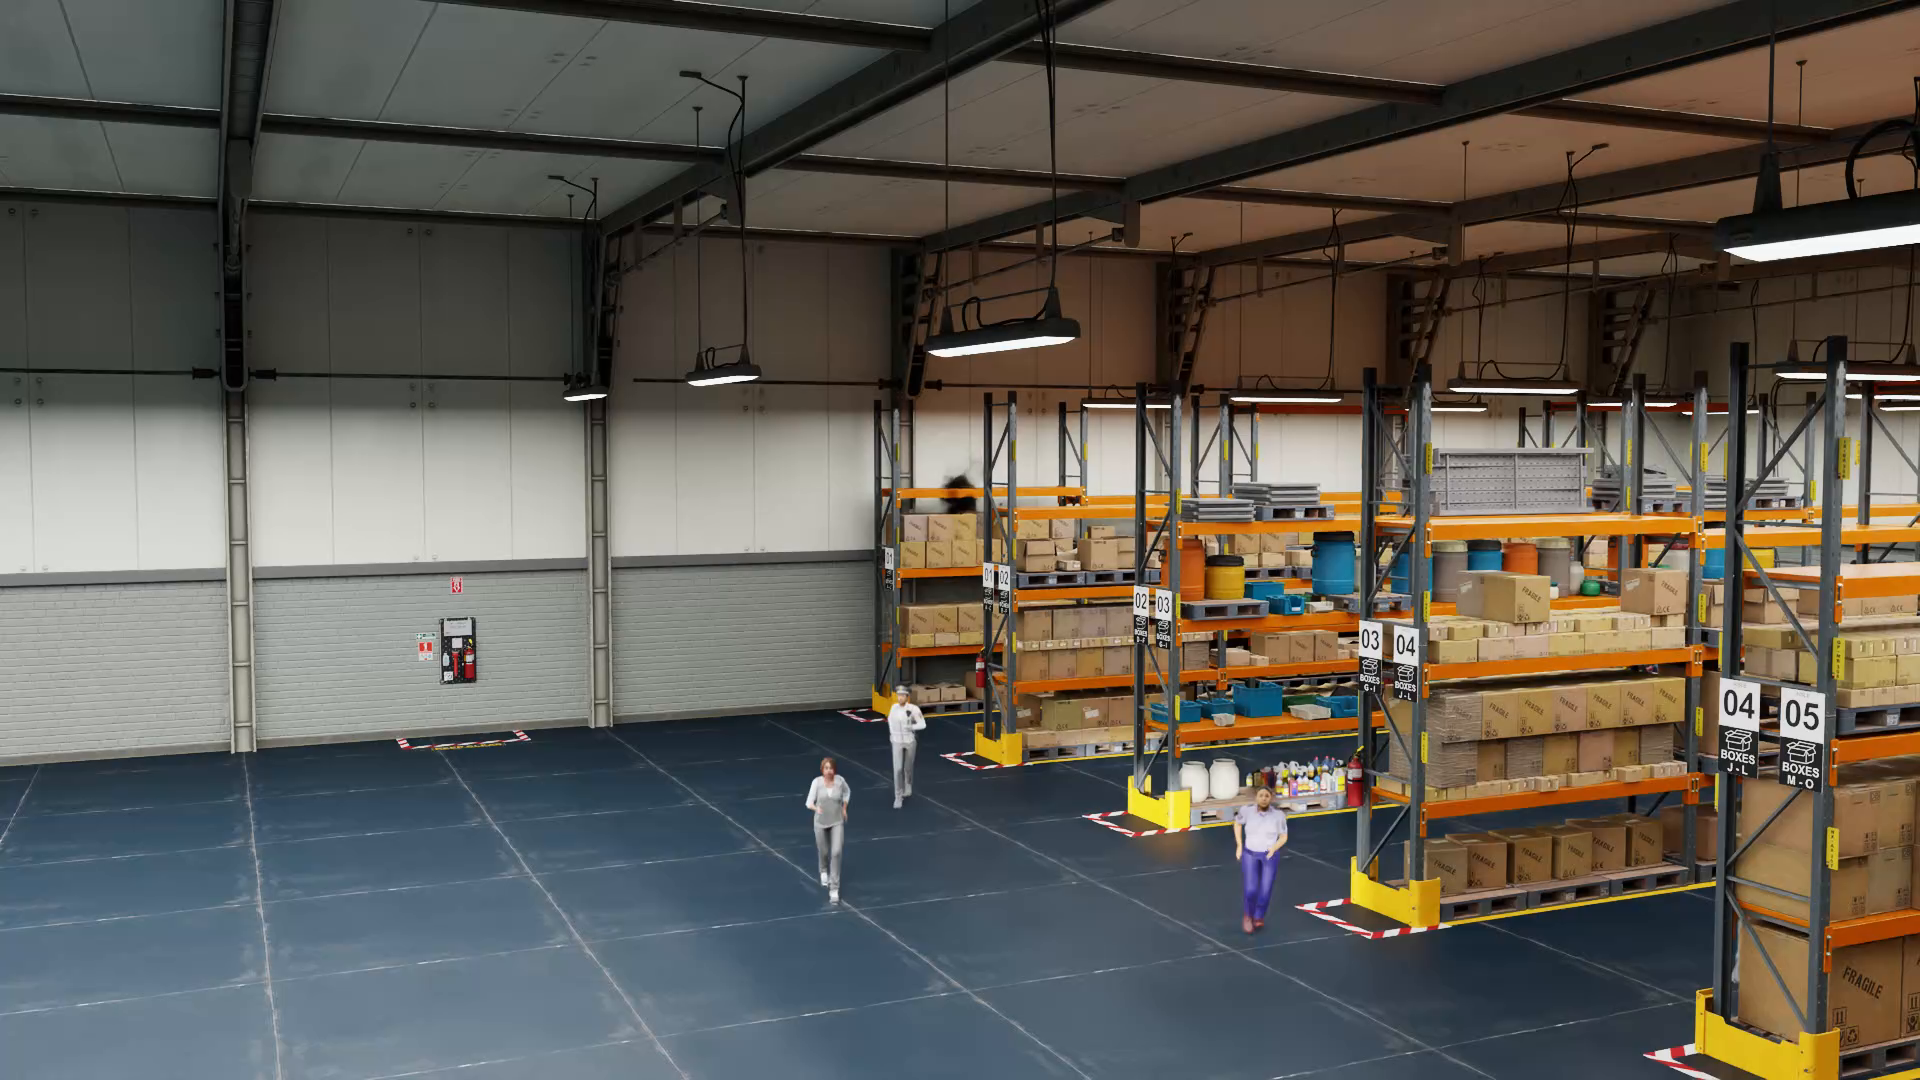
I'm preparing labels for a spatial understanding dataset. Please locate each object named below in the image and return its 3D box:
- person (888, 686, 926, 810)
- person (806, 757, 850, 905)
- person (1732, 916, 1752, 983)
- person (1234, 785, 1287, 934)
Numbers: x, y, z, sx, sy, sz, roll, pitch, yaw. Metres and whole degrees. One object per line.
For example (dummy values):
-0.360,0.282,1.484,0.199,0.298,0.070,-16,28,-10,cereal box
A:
-0.773,2.931,23.831,0.593,1.729,0.845,0,3,8,person
-1.500,3.259,18.965,0.508,1.617,0.833,0,3,-5,person
7.782,3.364,16.101,0.870,1.724,0.598,-3,4,-40,person
3.157,3.342,17.448,0.526,1.589,0.722,0,3,3,person
